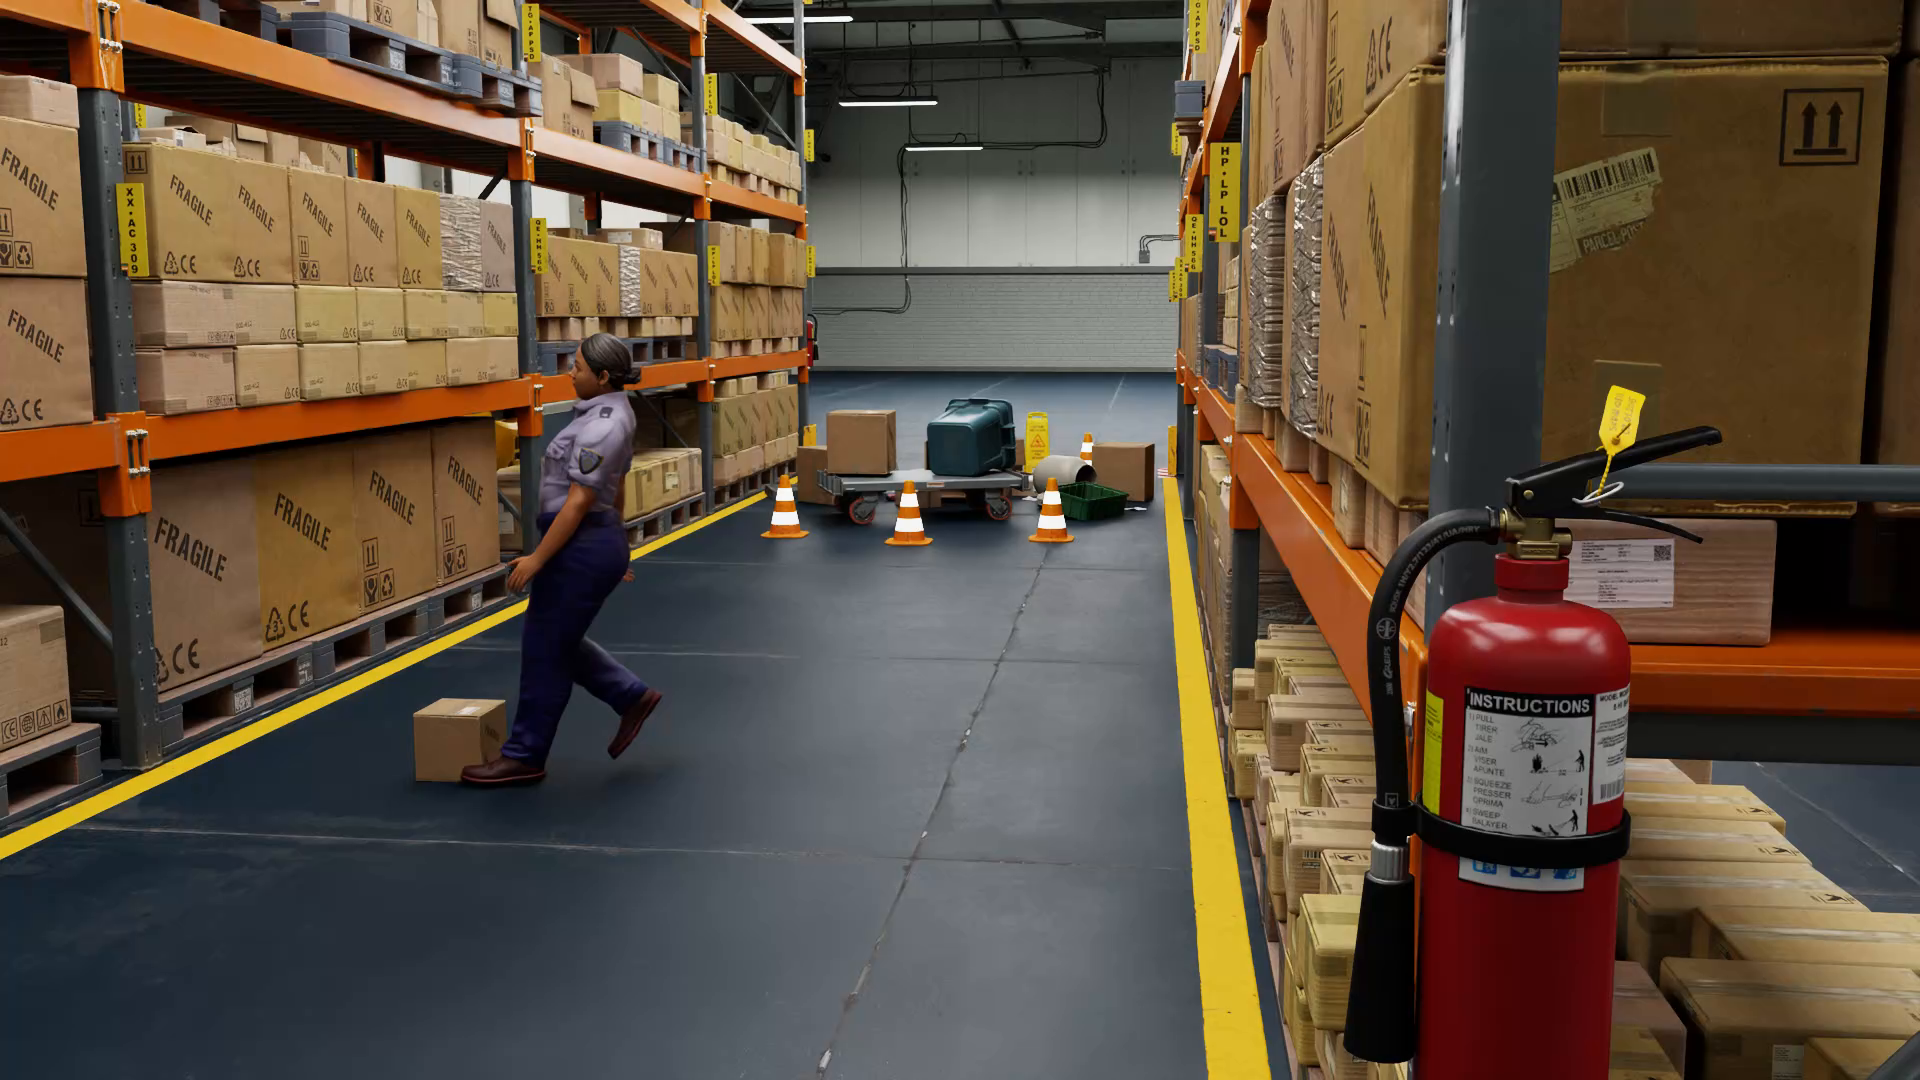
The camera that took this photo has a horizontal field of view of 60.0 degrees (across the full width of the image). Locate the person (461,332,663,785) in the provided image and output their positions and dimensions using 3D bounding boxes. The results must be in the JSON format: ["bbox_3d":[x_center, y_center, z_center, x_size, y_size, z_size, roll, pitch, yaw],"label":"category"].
[{"bbox_3d":[-1.444,0.063,5.961,0.715,1.602,0.521,-1,8,-5],"label":"person"}]
